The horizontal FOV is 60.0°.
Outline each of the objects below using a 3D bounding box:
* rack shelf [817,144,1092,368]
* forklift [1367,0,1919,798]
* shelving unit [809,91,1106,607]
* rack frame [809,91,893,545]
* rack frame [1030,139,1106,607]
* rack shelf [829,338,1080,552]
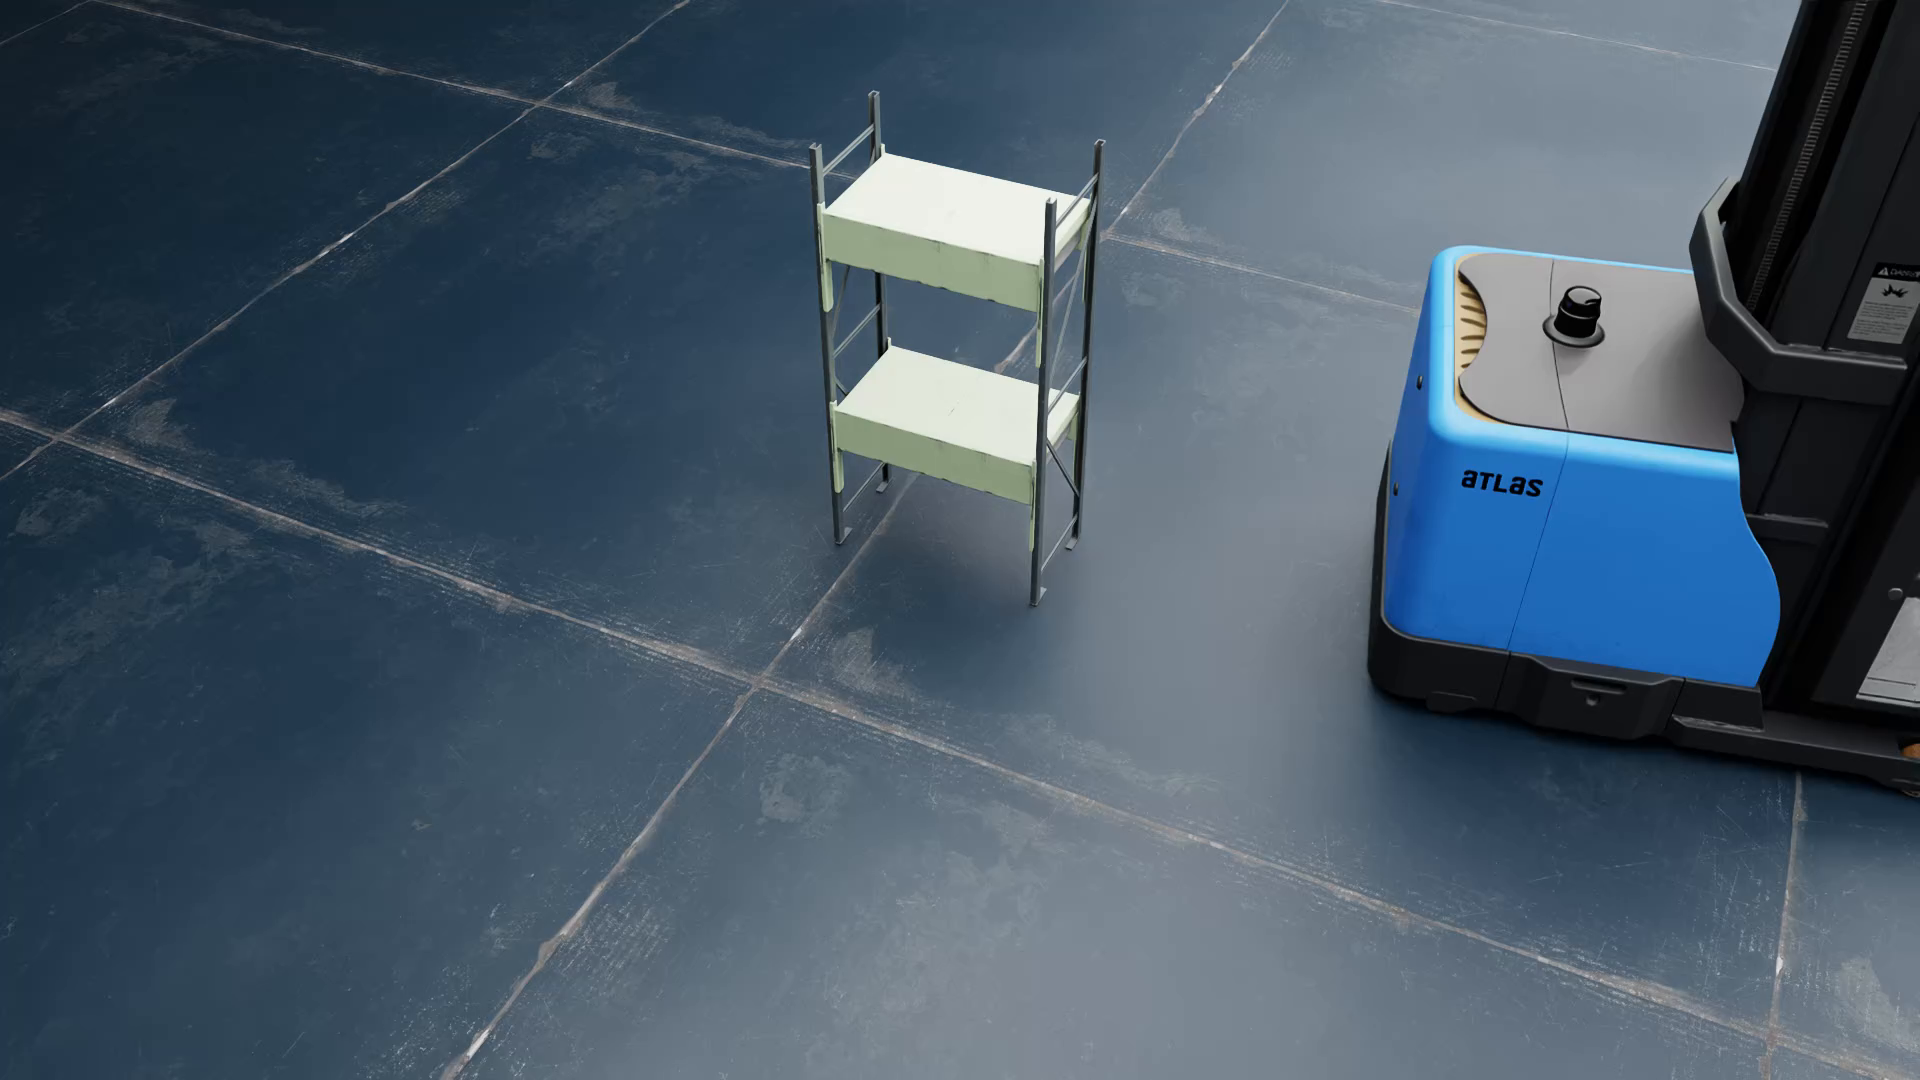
[{"bbox_3d":[-0.006,-0.863,5.005,0.720,0.370,0.431,17,44,19],"label":"rack shelf"},{"bbox_3d":[2.841,-0.708,4.329,3.031,2.935,1.130,8,42,10],"label":"forklift"},{"bbox_3d":[-0.006,-0.569,5.261,0.755,1.500,0.431,17,44,19],"label":"shelving unit"},{"bbox_3d":[-0.338,-0.670,5.378,0.023,1.500,0.400,17,44,19],"label":"rack frame"},{"bbox_3d":[0.326,-0.467,5.144,0.023,1.500,0.400,17,44,19],"label":"rack frame"},{"bbox_3d":[-0.006,-0.322,5.474,0.720,0.370,0.431,17,44,19],"label":"rack shelf"}]
